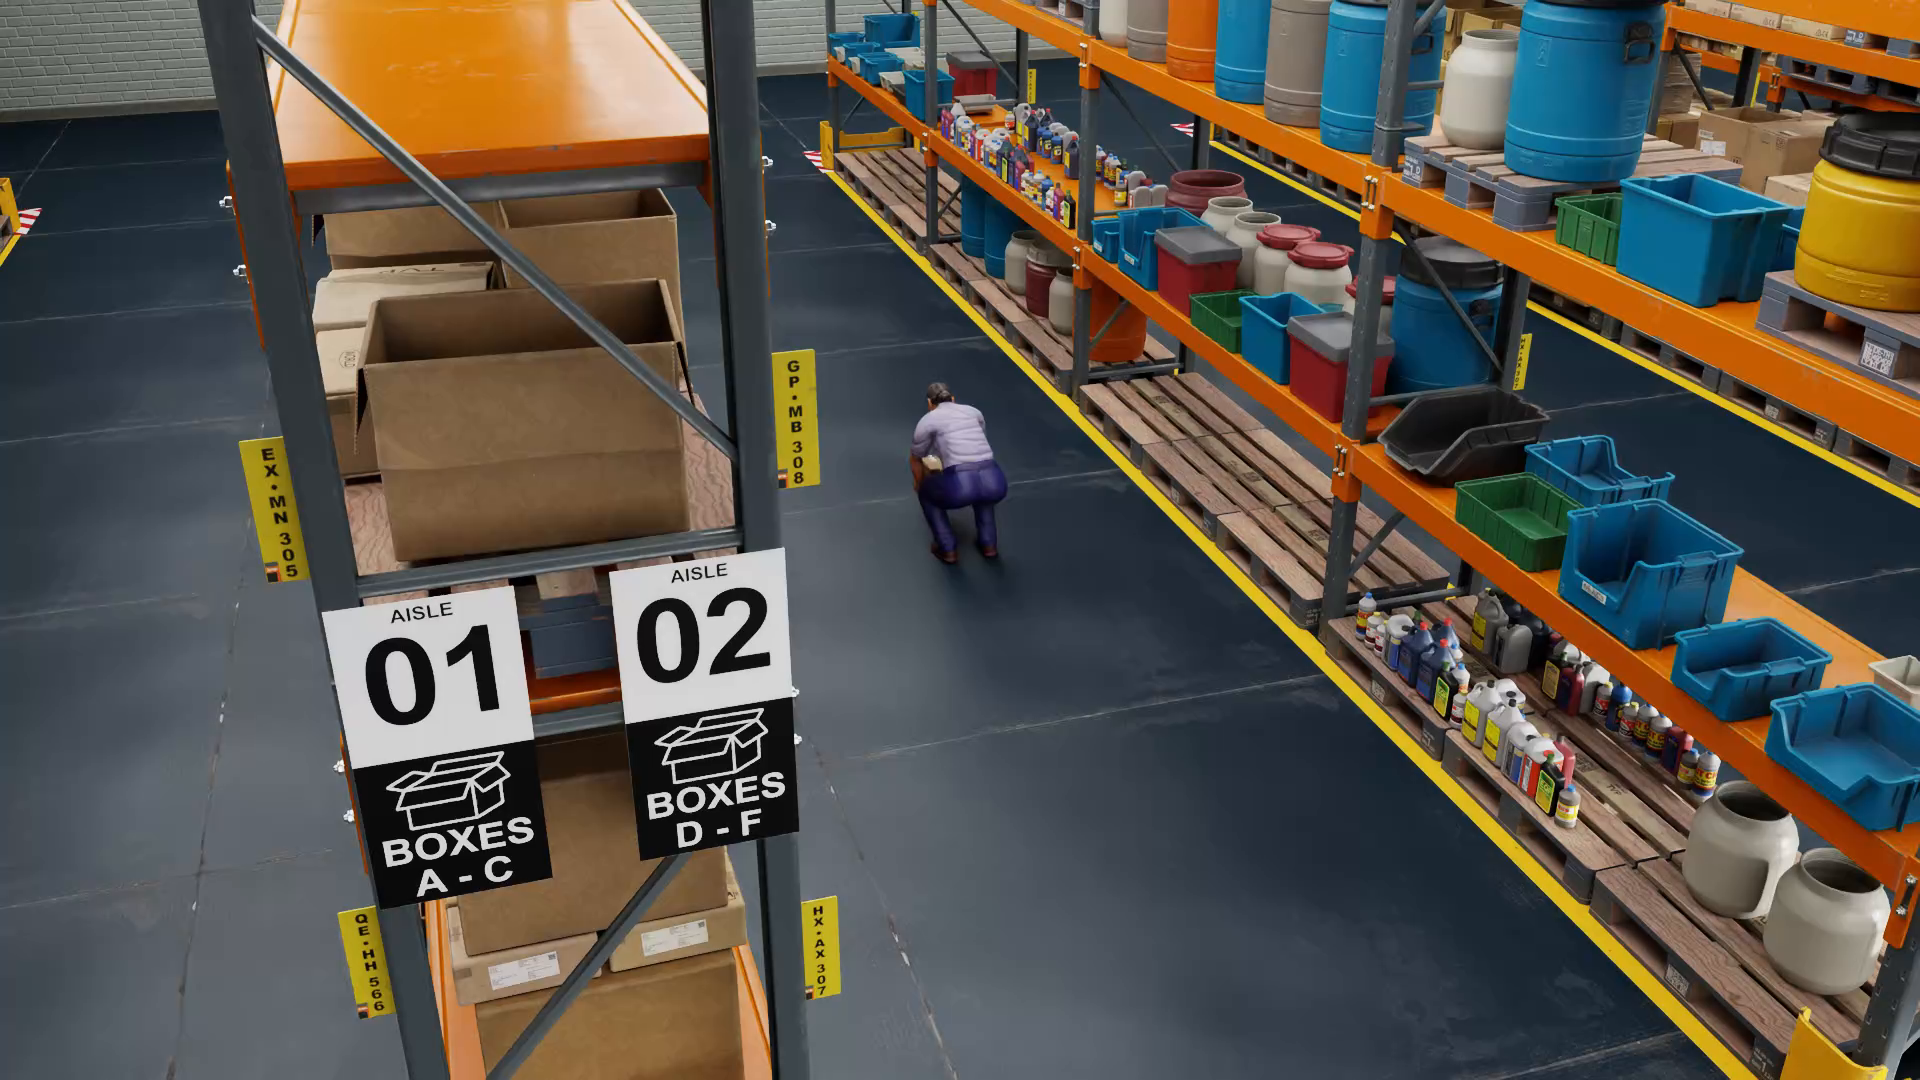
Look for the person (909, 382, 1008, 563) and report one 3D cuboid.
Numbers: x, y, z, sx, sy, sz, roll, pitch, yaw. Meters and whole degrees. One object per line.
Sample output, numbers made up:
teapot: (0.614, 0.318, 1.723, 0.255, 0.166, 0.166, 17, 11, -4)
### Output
person: (-0.015, -0.419, 10.647, 0.531, 1.053, 0.783, -8, 28, -16)
